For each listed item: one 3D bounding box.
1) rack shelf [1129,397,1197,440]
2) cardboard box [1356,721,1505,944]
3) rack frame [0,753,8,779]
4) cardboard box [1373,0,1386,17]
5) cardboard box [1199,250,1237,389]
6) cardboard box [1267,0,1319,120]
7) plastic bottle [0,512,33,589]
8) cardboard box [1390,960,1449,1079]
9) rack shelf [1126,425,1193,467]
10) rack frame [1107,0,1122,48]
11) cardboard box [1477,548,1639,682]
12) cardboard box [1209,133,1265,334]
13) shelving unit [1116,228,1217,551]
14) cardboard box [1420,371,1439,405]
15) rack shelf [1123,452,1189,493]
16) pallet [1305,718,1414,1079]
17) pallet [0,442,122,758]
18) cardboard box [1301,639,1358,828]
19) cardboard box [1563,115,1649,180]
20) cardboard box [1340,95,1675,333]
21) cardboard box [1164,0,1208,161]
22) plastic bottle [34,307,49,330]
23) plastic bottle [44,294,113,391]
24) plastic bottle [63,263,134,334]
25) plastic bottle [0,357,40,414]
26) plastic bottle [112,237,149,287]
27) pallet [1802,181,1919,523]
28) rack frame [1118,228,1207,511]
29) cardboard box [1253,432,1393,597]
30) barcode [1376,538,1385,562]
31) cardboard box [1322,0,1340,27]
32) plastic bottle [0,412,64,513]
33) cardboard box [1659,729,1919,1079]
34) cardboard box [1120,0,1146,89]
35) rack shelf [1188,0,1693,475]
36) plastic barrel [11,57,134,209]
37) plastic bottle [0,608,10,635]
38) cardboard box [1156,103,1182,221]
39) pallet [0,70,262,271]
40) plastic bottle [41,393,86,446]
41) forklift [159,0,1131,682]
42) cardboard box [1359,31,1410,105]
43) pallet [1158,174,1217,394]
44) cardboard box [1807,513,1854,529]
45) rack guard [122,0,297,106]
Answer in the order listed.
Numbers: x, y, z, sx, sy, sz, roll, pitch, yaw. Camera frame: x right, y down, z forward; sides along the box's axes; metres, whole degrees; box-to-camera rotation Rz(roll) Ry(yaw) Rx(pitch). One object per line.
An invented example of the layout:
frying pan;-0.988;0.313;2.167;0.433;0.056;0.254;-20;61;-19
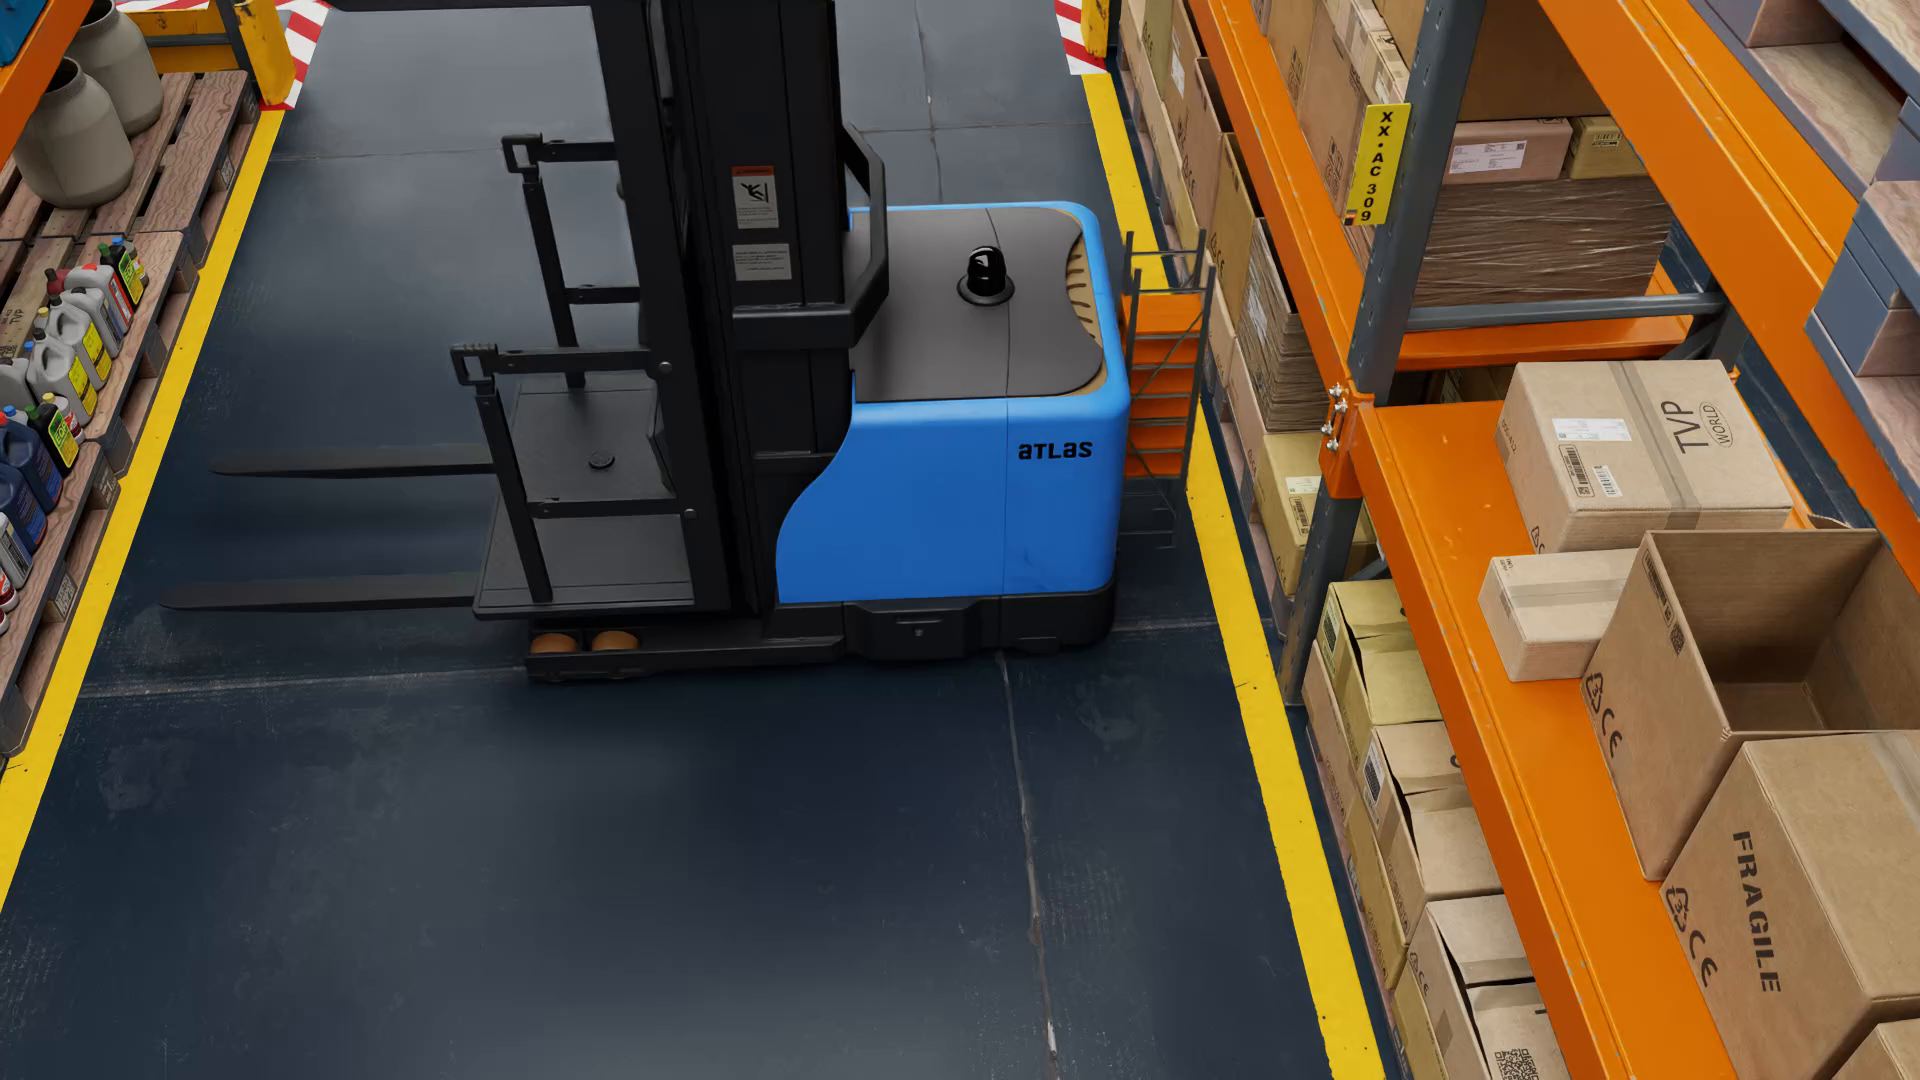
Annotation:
rack shelf;0.622;-0.417;5.380;0.258;0.103;0.180;-2;47;-2
cardboard box;1.340;0.709;4.231;0.500;0.311;0.500;-4;47;-4
rack frame;-3.419;-0.278;3.947;1.000;3.000;0.127;-3;47;-3
cardboard box;1.430;-1.743;4.372;0.700;0.500;0.500;-4;47;-3
cardboard box;1.172;-0.820;6.065;0.500;0.250;0.500;-3;47;-3
cardboard box;1.385;-1.675;5.202;0.700;0.500;0.500;-3;47;-3
plastic bottle;-3.063;0.018;5.240;0.152;0.276;0.135;-2;47;-2
cardboard box;1.392;1.277;4.080;0.500;0.250;0.500;-5;47;-5
rack shelf;0.622;-0.335;5.467;0.258;0.103;0.180;-2;47;-2
rack frame;1.183;-3.470;6.970;1.000;3.000;0.127;-3;47;-3
cardboard box;1.388;0.164;3.702;0.380;0.149;0.250;-3;47;-3
cardboard box;1.185;-1.079;5.794;0.500;0.500;0.500;-3;47;-3
shelving unit;0.622;-0.448;5.347;0.258;1.200;0.189;-2;47;-2
cardboard box;1.741;-0.748;5.481;0.500;0.500;0.500;-3;47;-3
rack shelf;0.621;-0.252;5.554;0.258;0.103;0.180;-2;47;-2
pallet;1.618;0.914;4.739;1.003;0.211;1.213;-3;47;-3
pallet;-3.434;0.193;5.422;1.003;0.211;1.213;-3;47;-3
cardboard box;1.304;0.532;4.785;0.500;0.250;0.500;-5;47;-4
cardboard box;1.688;-1.040;4.153;0.380;0.149;0.250;-4;47;-3
cardboard box;1.474;-0.931;4.497;0.700;0.500;0.500;-5;47;-4
cardboard box;1.104;-1.803;6.479;0.500;0.500;0.500;-3;47;-3
plastic bottle;-3.280;-0.753;6.022;0.097;0.201;0.097;0;47;0
plastic bottle;-3.140;-0.706;5.874;0.144;0.351;0.185;-2;47;-2
plastic bottle;-3.169;-0.900;6.109;0.152;0.276;0.135;-3;47;-3
plastic bottle;-3.270;-0.518;5.748;0.152;0.276;0.135;-3;47;-3
plastic bottle;-3.163;-1.058;6.311;0.097;0.201;0.097;0;47;0
pallet;1.610;0.057;1.694;1.003;0.211;1.213;-2;47;-1
rack frame;0.617;-0.514;5.410;0.240;1.200;0.006;-2;47;-2
cardboard box;1.261;-0.097;5.380;0.500;0.250;0.500;-3;47;-3
barcode;1.124;0.012;4.430;0.001;0.075;0.075;-3;47;-3
cardboard box;1.215;-1.575;4.660;0.380;0.149;0.250;-4;47;-3
plastic bottle;-3.089;-0.264;5.455;0.144;0.351;0.185;-5;47;-5
cardboard box;1.651;0.690;2.962;0.500;0.500;0.500;-3;47;-3
cardboard box;1.006;-2.267;7.436;0.500;0.250;0.500;-3;47;-3
rack shelf;1.350;-1.776;5.861;1.077;0.370;4.000;-3;47;-3
plastic barrel;-3.581;-1.626;6.649;0.421;0.512;0.421;0;47;0
plastic bottle;-3.017;0.203;5.116;0.097;0.201;0.097;0;47;0
cardboard box;1.093;-1.544;6.751;0.500;0.250;0.500;-3;47;-3
pallet;-3.638;-1.572;7.094;1.003;0.211;1.213;-3;47;-3
plastic bottle;-3.089;-0.419;5.705;0.097;0.201;0.097;0;47;0
forklift;-1.037;-0.951;4.632;3.031;2.935;1.130;-2;47;-2
cardboard box;1.262;-1.196;4.301;0.380;0.149;0.250;-4;47;-4
pallet;1.387;-1.080;6.627;1.003;0.211;1.213;-3;47;-3
cardboard box;1.774;0.095;3.686;0.396;0.266;0.258;-5;47;-4
rack guard;-3.700;-2.260;7.546;1.175;0.500;0.348;-3;47;-3
